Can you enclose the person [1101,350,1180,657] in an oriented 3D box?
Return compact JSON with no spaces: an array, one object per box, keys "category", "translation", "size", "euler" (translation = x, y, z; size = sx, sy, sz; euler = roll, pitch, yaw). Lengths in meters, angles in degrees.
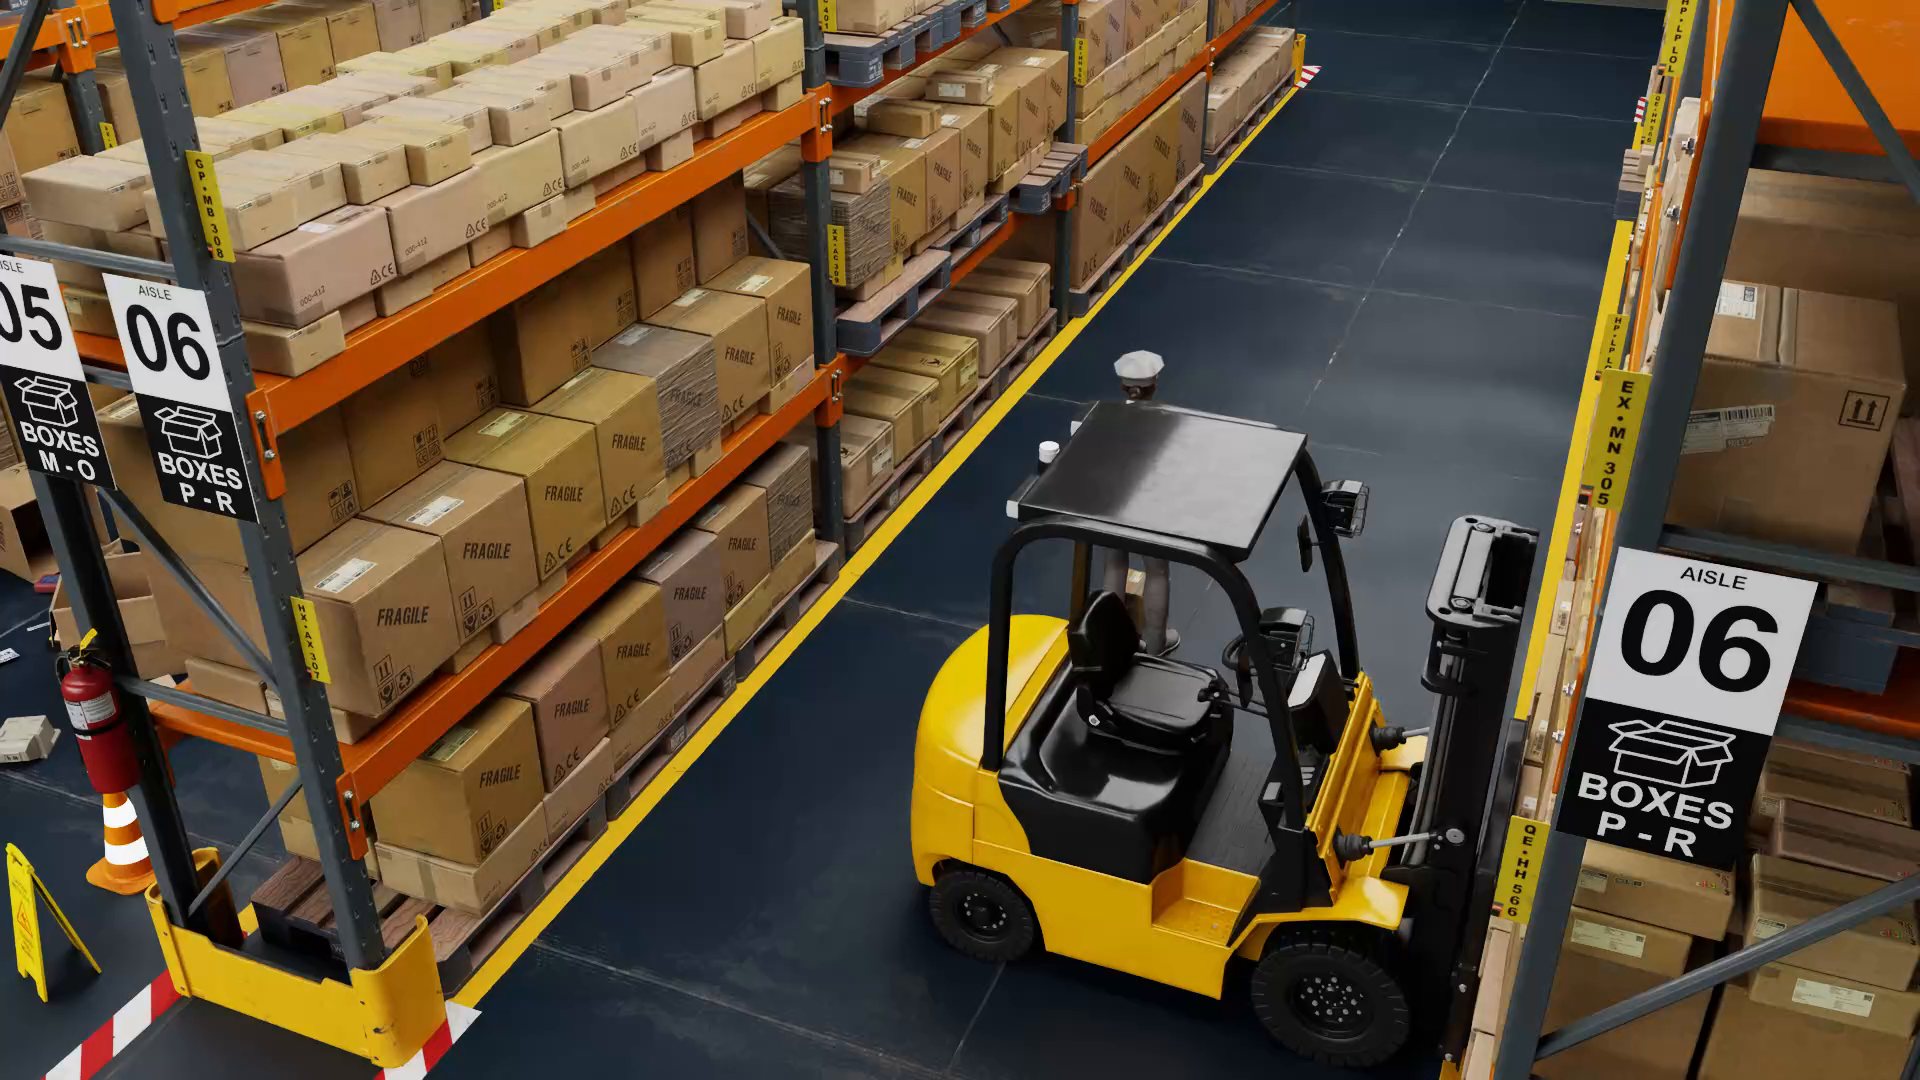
[{"category":"person","translation":[0.923,-0.157,8.665],"size":[0.527,1.658,0.428],"euler":[9,31,16]}]
